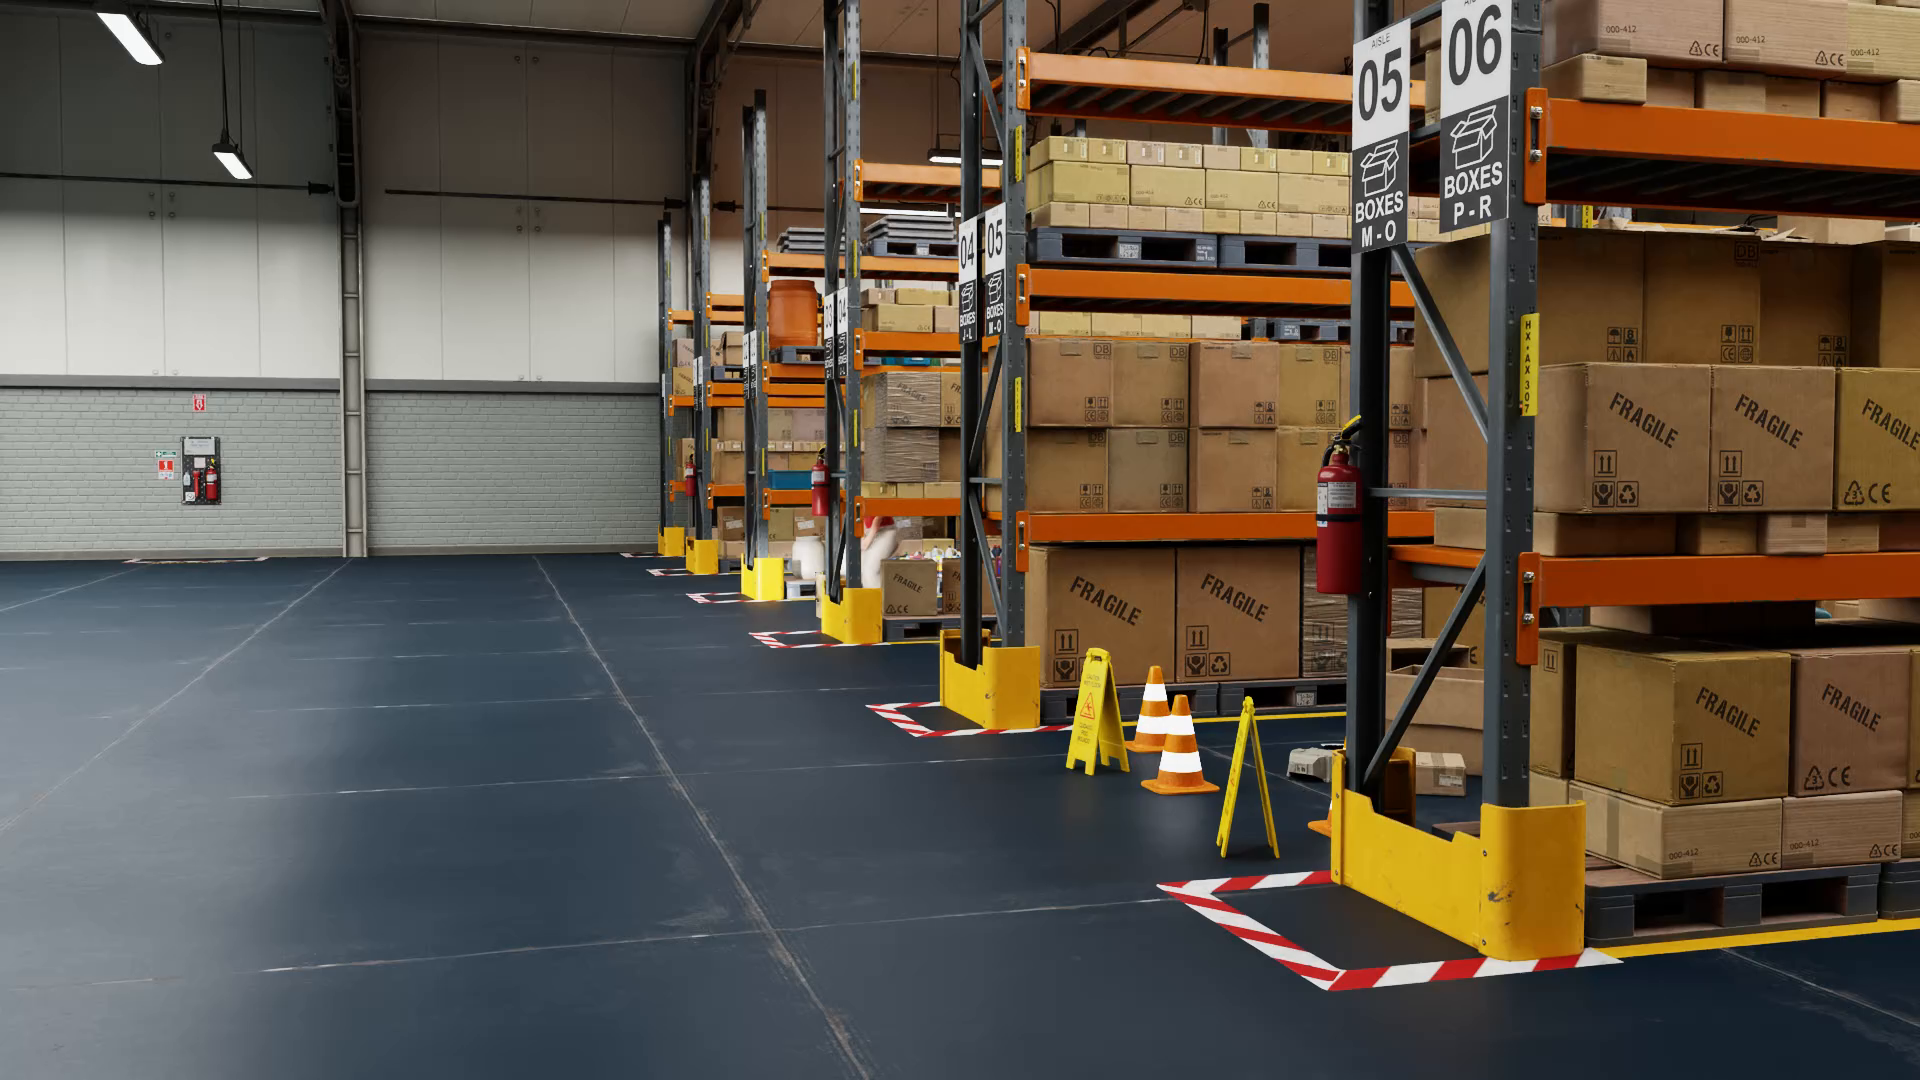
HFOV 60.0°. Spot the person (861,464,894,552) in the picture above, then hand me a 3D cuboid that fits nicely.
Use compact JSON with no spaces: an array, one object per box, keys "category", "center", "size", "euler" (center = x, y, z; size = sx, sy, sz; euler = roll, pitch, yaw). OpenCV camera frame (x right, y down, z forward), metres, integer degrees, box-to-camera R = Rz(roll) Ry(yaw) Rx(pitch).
[{"category":"person","center":[-0.921,-0.330,17.590],"size":[0.446,0.941,0.571],"euler":[-1,3,-15]}]
